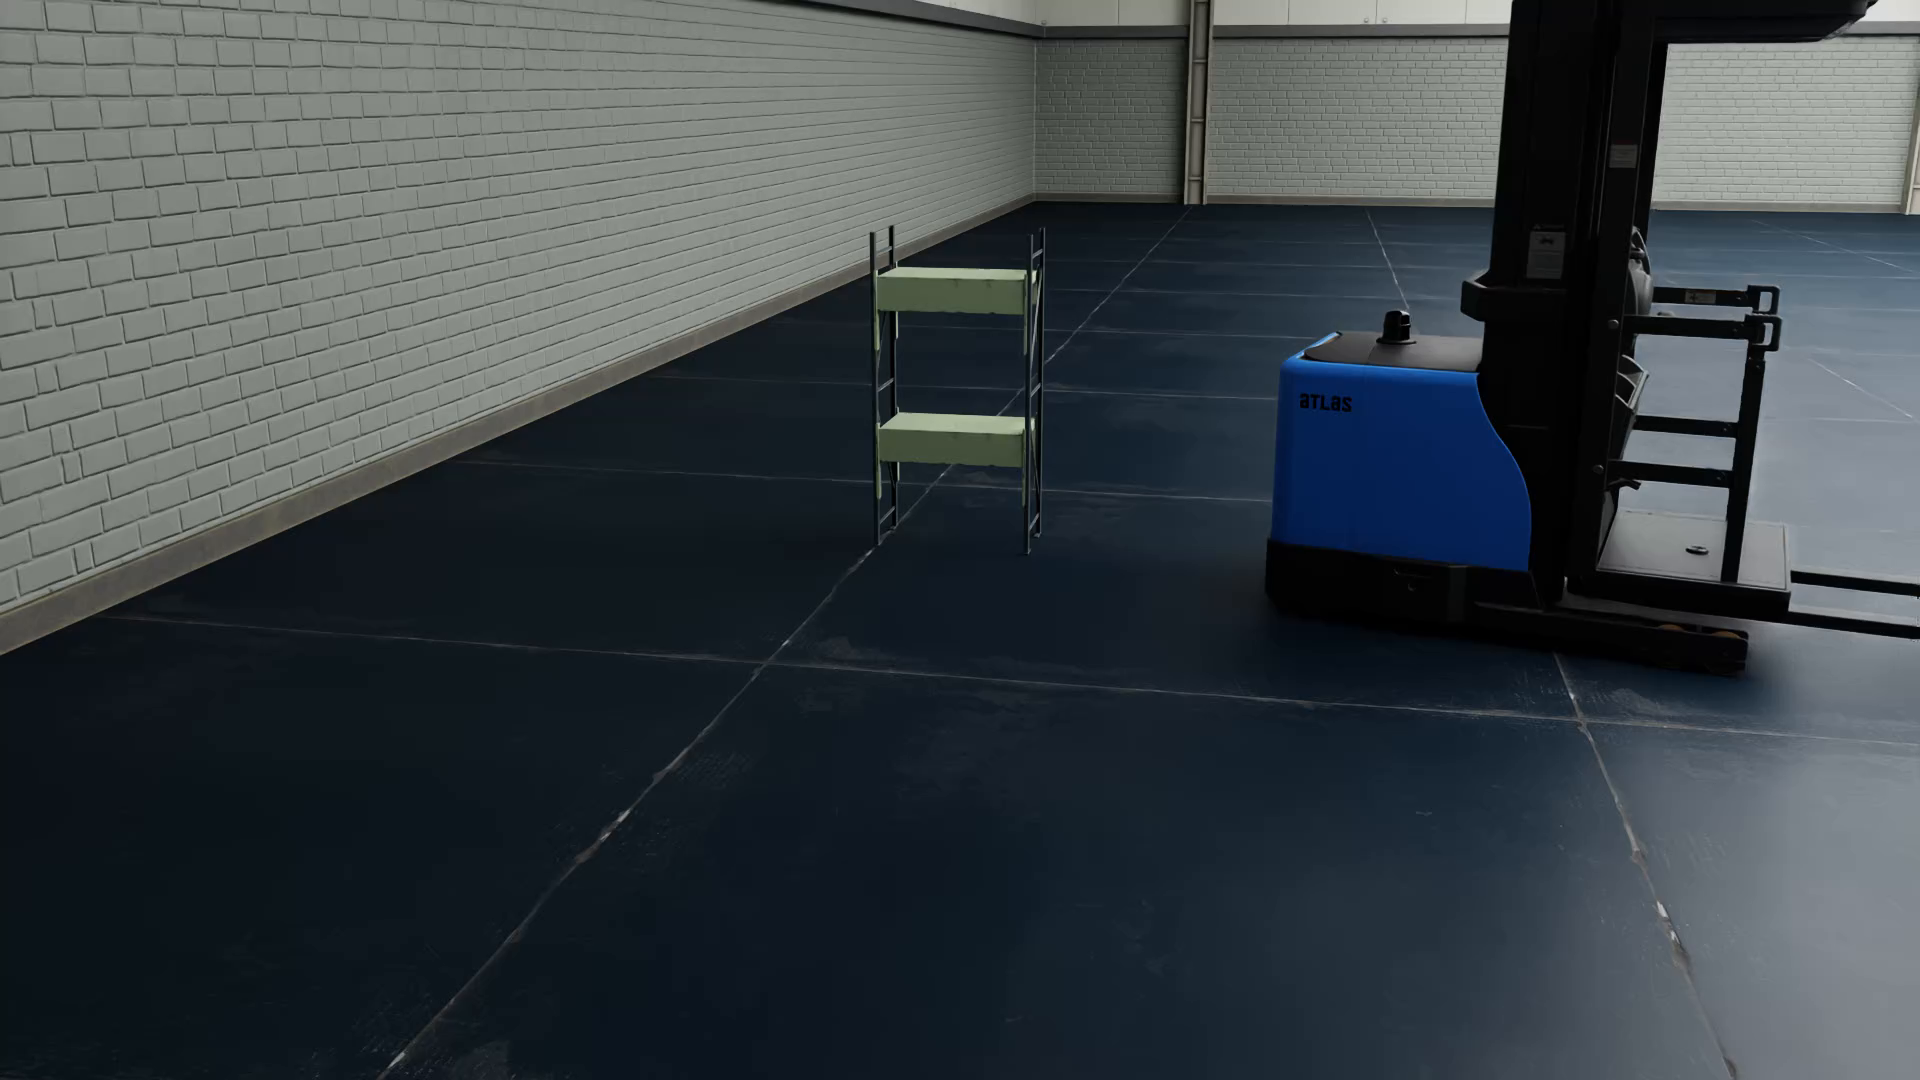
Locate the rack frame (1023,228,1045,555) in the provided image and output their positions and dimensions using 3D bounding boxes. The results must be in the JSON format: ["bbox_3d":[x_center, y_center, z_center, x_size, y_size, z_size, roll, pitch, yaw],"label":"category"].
[{"bbox_3d":[0.352,-0.704,7.885,0.023,1.500,0.400,3,16,11],"label":"rack frame"}]

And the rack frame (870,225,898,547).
[{"bbox_3d":[-0.365,-0.743,8.026,0.023,1.500,0.400,3,16,11],"label":"rack frame"}]

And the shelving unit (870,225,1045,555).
[{"bbox_3d":[-0.007,-0.723,7.956,0.755,1.500,0.431,3,16,11],"label":"shelving unit"}]

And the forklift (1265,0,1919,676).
[{"bbox_3d":[2.857,-1.060,6.490,3.031,2.935,1.130,7,17,24],"label":"forklift"}]

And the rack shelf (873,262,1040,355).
[{"bbox_3d":[-0.007,-1.099,7.851,0.720,0.370,0.431,3,16,11],"label":"rack shelf"}]

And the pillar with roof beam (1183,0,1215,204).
[{"bbox_3d":[3.414,-9.321,24.948,0.400,9.000,9.100,3,16,11],"label":"pillar with roof beam"}]

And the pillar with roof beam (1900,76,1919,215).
[{"bbox_3d":[15.173,-8.683,22.643,0.400,9.000,9.100,3,16,11],"label":"pillar with roof beam"}]

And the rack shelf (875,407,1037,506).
[{"bbox_3d":[-0.007,-0.409,8.043,0.720,0.370,0.431,3,16,11],"label":"rack shelf"}]
